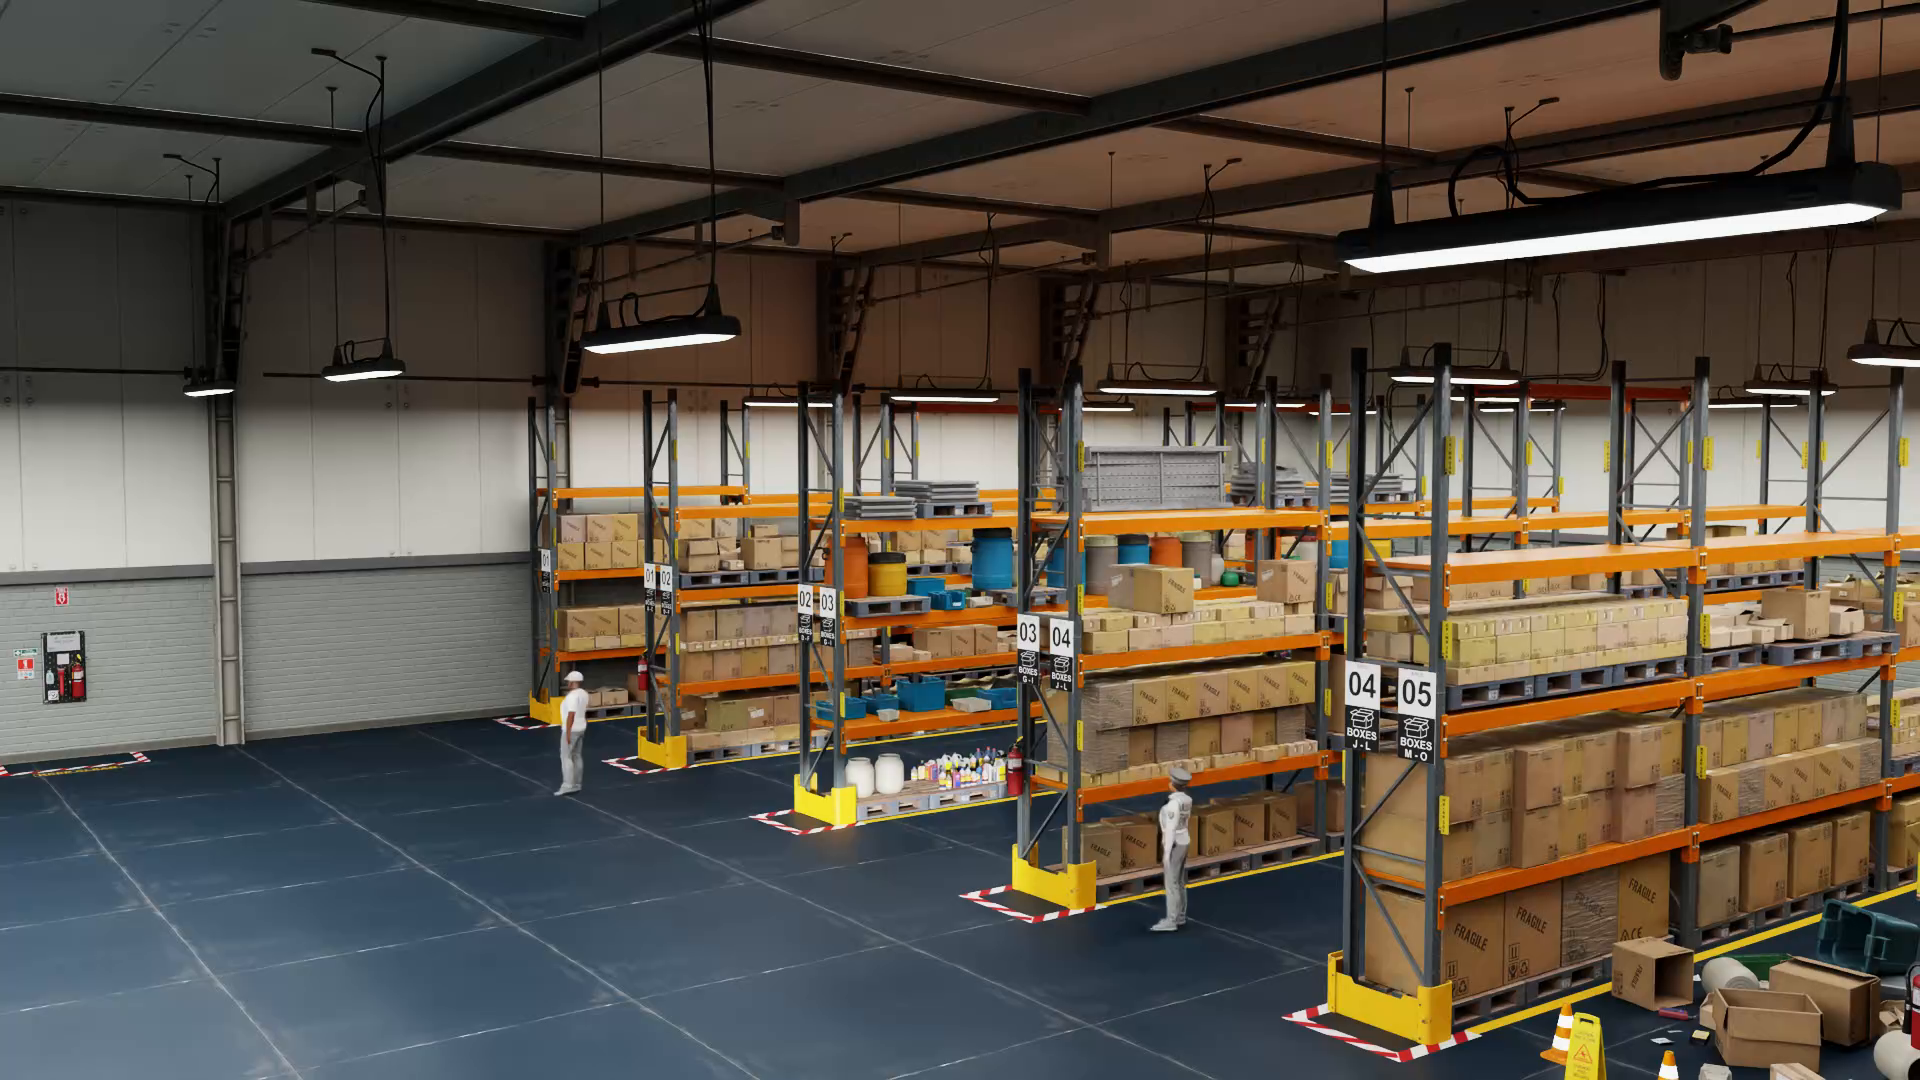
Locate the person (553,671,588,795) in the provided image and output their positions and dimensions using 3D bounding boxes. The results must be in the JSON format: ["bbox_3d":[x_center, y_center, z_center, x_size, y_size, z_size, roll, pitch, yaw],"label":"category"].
[{"bbox_3d":[-5.736,2.841,24.550,0.388,1.804,0.621,1,3,10],"label":"person"}]

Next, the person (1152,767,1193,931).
[{"bbox_3d":[2.267,3.276,17.680,0.394,1.691,0.527,1,3,15],"label":"person"}]
